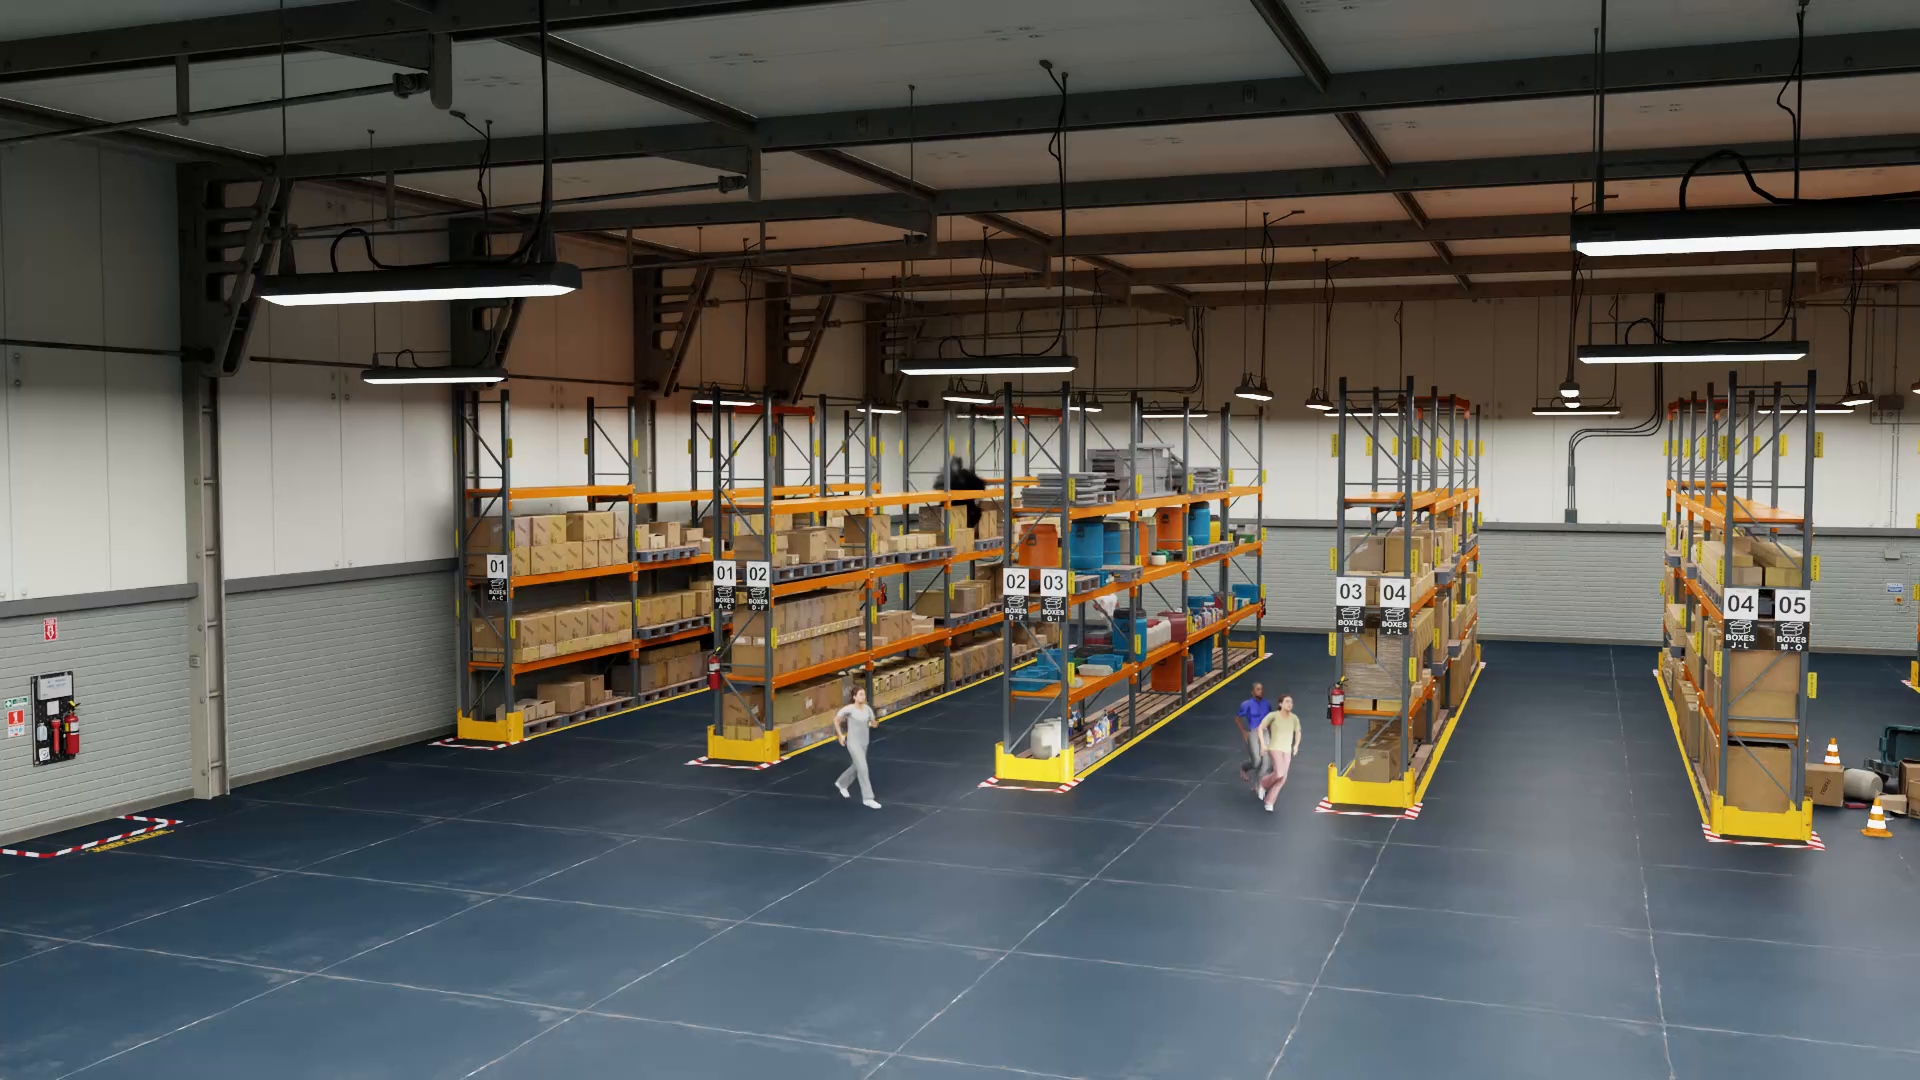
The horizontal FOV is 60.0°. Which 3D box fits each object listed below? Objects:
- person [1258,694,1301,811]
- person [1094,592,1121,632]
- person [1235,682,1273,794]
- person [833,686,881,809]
[{"bbox_3d":[4.471,2.931,23.036,0.614,1.595,0.527,-1,3,-13],"label":"person"},{"bbox_3d":[3.732,1.871,41.691,0.702,1.685,0.562,-2,4,-33],"label":"person"},{"bbox_3d":[4.316,2.873,24.209,0.581,1.614,0.560,-1,3,-15],"label":"person"},{"bbox_3d":[-1.428,2.861,23.194,0.937,1.653,0.558,3,4,45],"label":"person"}]
